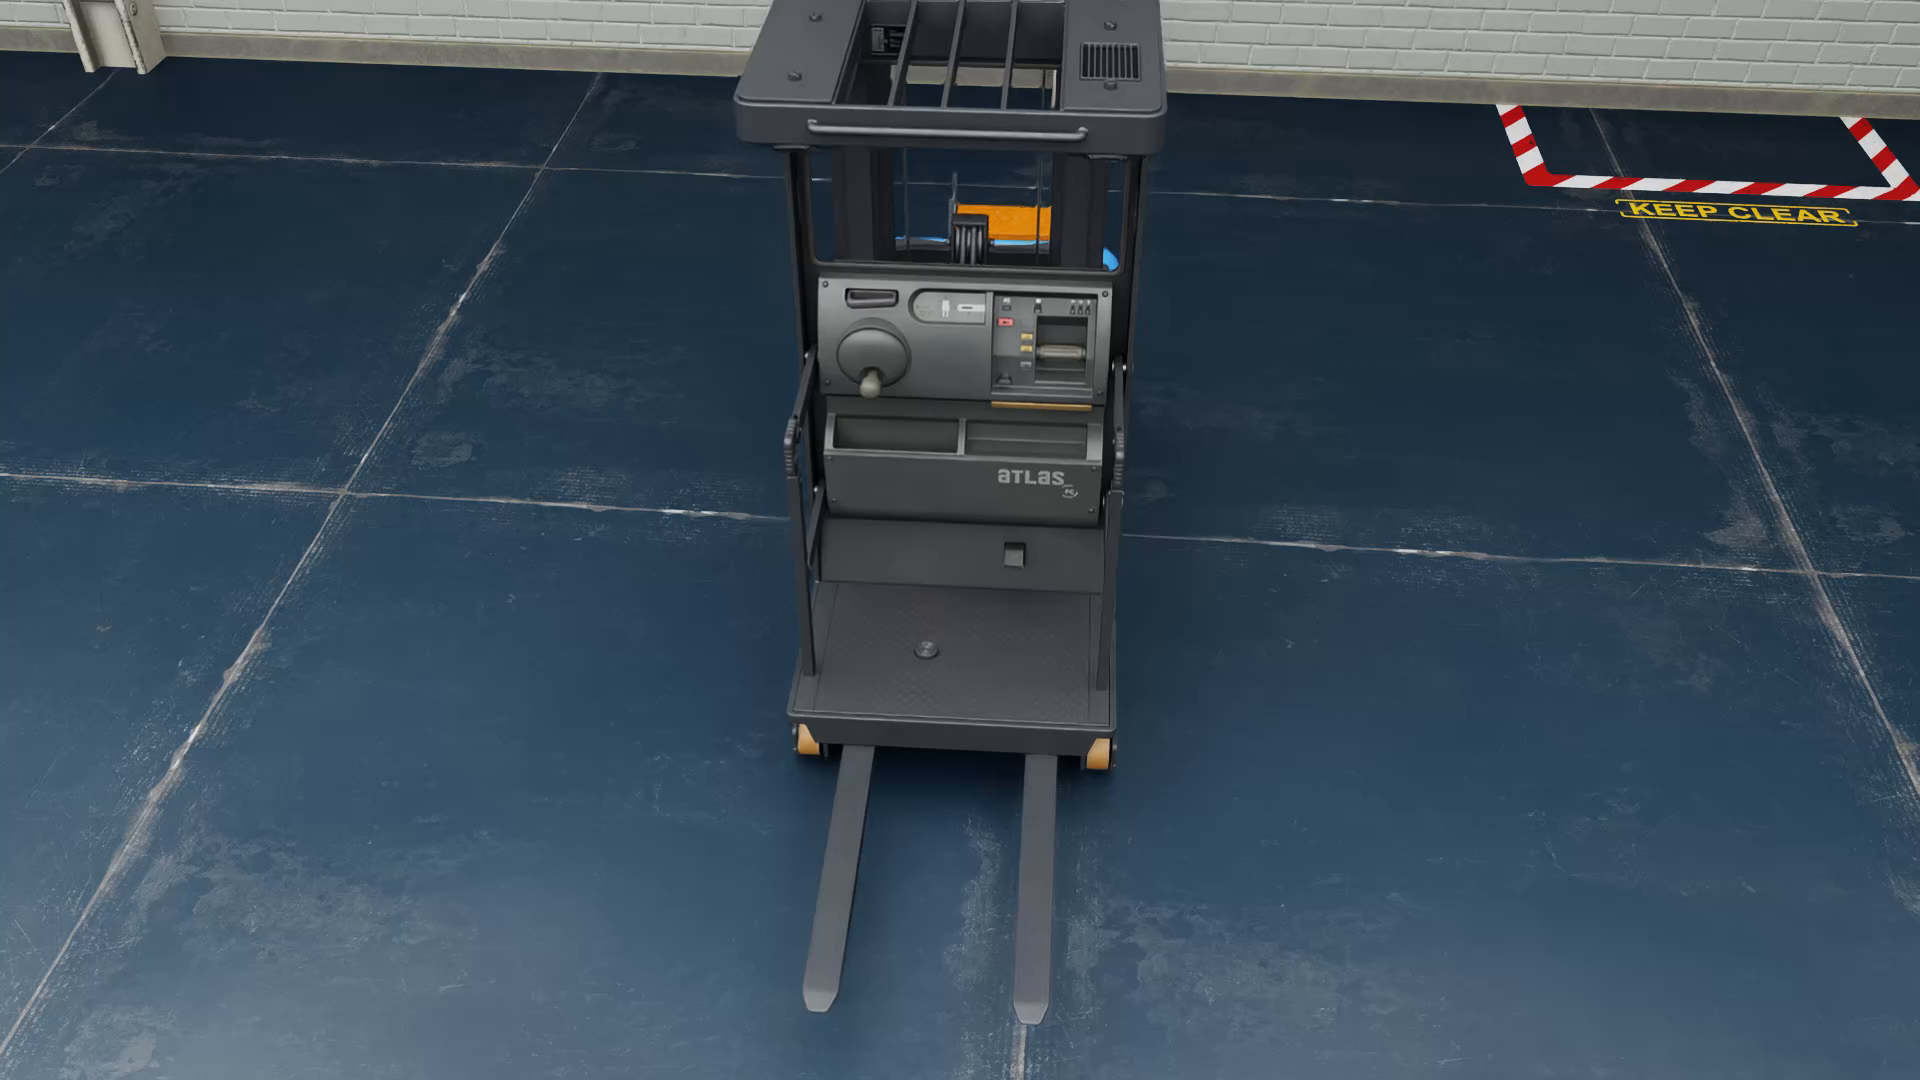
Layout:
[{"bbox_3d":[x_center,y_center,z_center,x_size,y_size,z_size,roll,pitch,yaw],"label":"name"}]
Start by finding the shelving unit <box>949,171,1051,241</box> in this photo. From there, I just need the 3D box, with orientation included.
[{"bbox_3d":[0.216,-0.930,6.942,0.503,1.200,0.258,2,39,3],"label":"shelving unit"}]

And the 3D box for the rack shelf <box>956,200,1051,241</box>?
[{"bbox_3d":[0.216,-1.235,6.695,0.480,0.148,0.258,2,39,3],"label":"rack shelf"}]

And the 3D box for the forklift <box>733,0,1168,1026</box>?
[{"bbox_3d":[0.000,-0.559,5.115,1.130,2.935,3.031,2,39,3],"label":"forklift"}]

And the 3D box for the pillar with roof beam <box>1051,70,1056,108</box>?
[{"bbox_3d":[0.385,-3.448,3.858,0.400,9.000,9.100,3,39,4],"label":"pillar with roof beam"}]

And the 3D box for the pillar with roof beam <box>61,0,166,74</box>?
[{"bbox_3d":[-5.593,-3.775,4.260,0.400,9.000,9.100,3,39,4],"label":"pillar with roof beam"}]

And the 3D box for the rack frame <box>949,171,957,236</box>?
[{"bbox_3d":[-0.027,-0.941,6.955,0.015,1.200,0.240,2,39,3],"label":"rack frame"}]
